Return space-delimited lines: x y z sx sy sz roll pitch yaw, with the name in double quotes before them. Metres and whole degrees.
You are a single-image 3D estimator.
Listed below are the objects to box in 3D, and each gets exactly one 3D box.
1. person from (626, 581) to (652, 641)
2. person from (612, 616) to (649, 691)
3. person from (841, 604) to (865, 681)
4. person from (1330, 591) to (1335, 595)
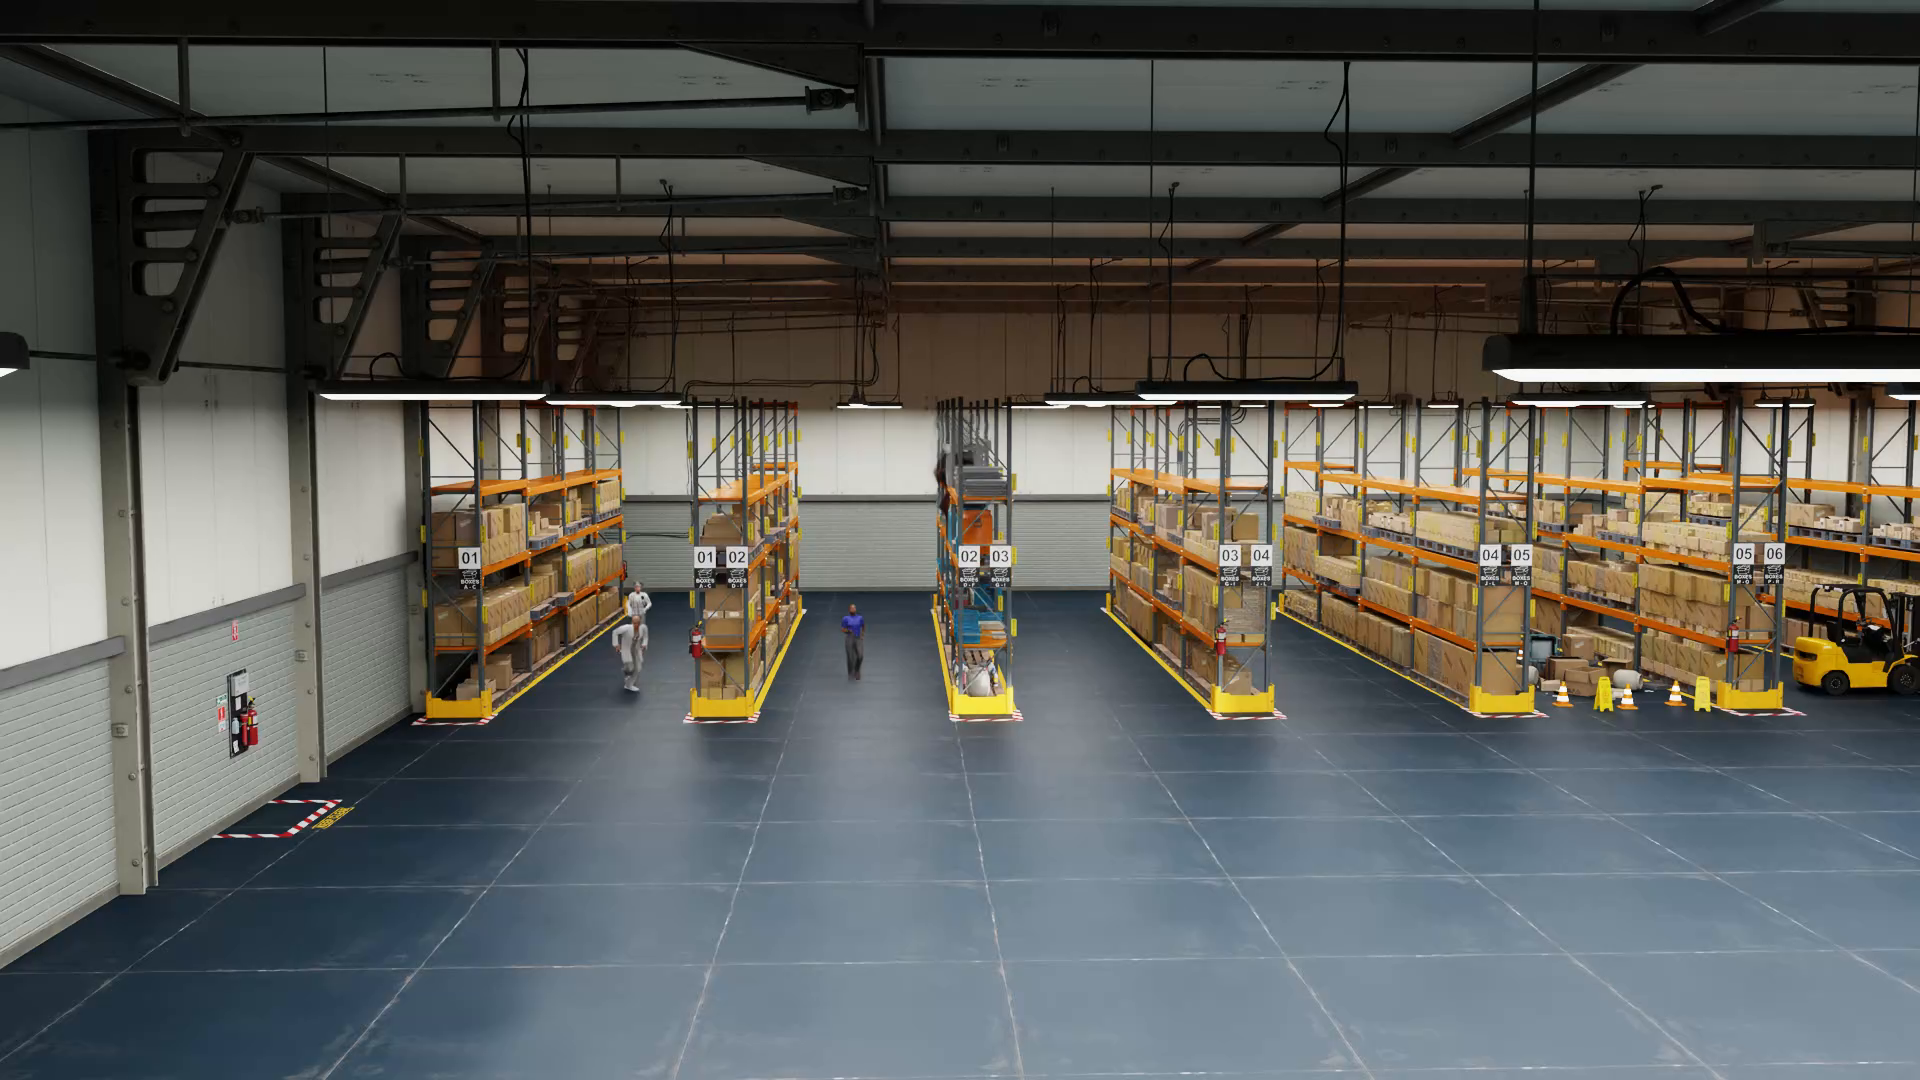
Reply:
"person" -7.717 1.812 39.980 0.604 1.668 0.566 -1 4 -8
"person" -6.749 2.316 34.008 0.734 1.586 0.887 -3 5 -31
"person" -2.243 2.229 35.342 0.557 1.552 0.623 -1 5 -13
"person" 10.844 1.077 49.531 0.873 1.599 0.530 -2 5 -20
